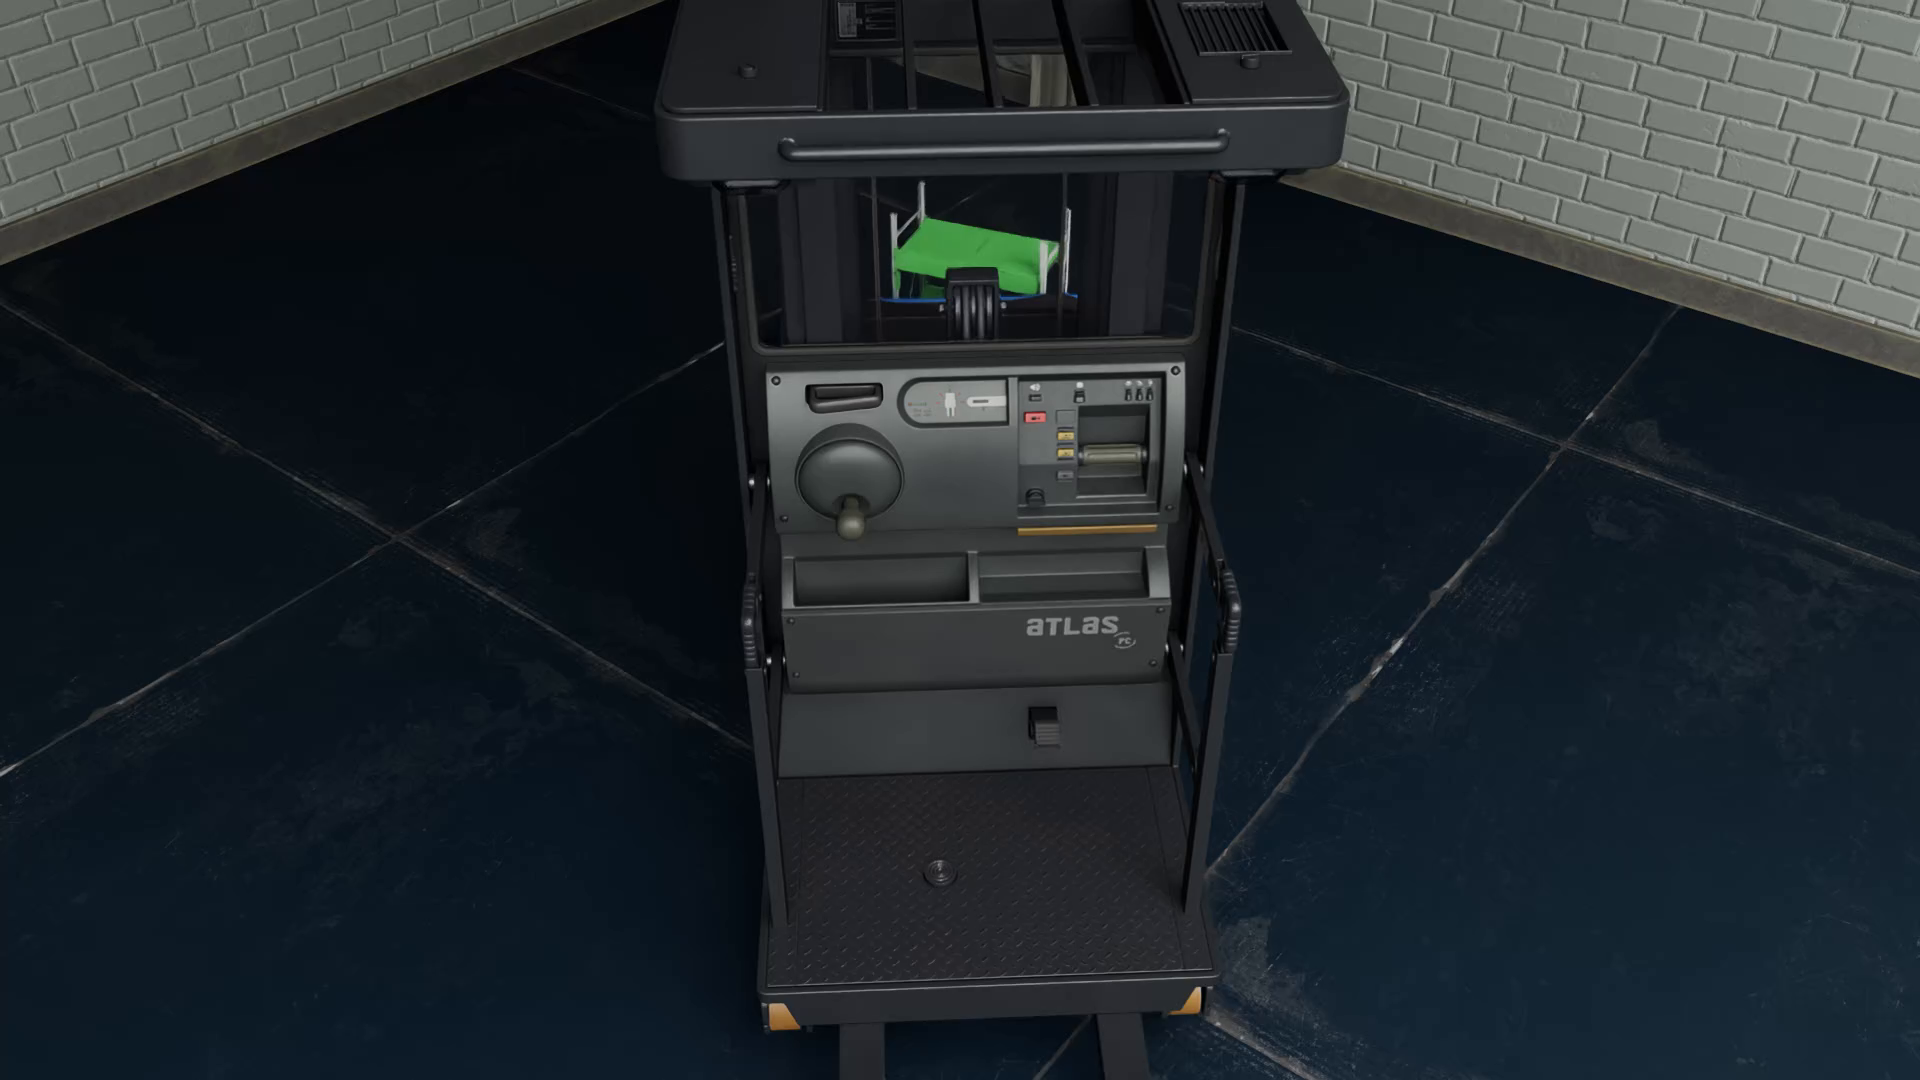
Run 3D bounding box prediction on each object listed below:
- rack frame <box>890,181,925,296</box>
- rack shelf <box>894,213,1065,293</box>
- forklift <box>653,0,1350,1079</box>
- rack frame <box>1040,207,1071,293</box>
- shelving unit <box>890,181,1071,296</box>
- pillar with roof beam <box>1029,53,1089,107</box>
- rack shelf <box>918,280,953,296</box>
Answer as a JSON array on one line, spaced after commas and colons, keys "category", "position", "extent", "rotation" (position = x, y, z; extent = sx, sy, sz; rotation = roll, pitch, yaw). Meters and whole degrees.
[{"category": "rack frame", "position": [-0.164, -0.590, 5.530], "extent": [0.015, 1.200, 0.240], "rotation": [13, 40, 17]}, {"category": "rack shelf", "position": [0.063, -0.863, 5.204], "extent": [0.480, 0.148, 0.258], "rotation": [13, 40, 17]}, {"category": "forklift", "position": [0.050, -0.134, 3.543], "extent": [1.130, 2.935, 3.031], "rotation": [-2, 38, -2]}, {"category": "rack frame", "position": [0.291, -0.481, 5.390], "extent": [0.015, 1.200, 0.240], "rotation": [13, 40, 17]}, {"category": "shelving unit", "position": [0.063, -0.535, 5.460], "extent": [0.503, 1.200, 0.258], "rotation": [13, 40, 17]}, {"category": "pillar with roof beam", "position": [-2.023, -3.489, 2.907], "extent": [0.400, 9.000, 9.100], "rotation": [25, 45, 29]}, {"category": "rack shelf", "position": [0.063, -0.674, 5.352], "extent": [0.480, 0.148, 0.258], "rotation": [13, 40, 17]}]
